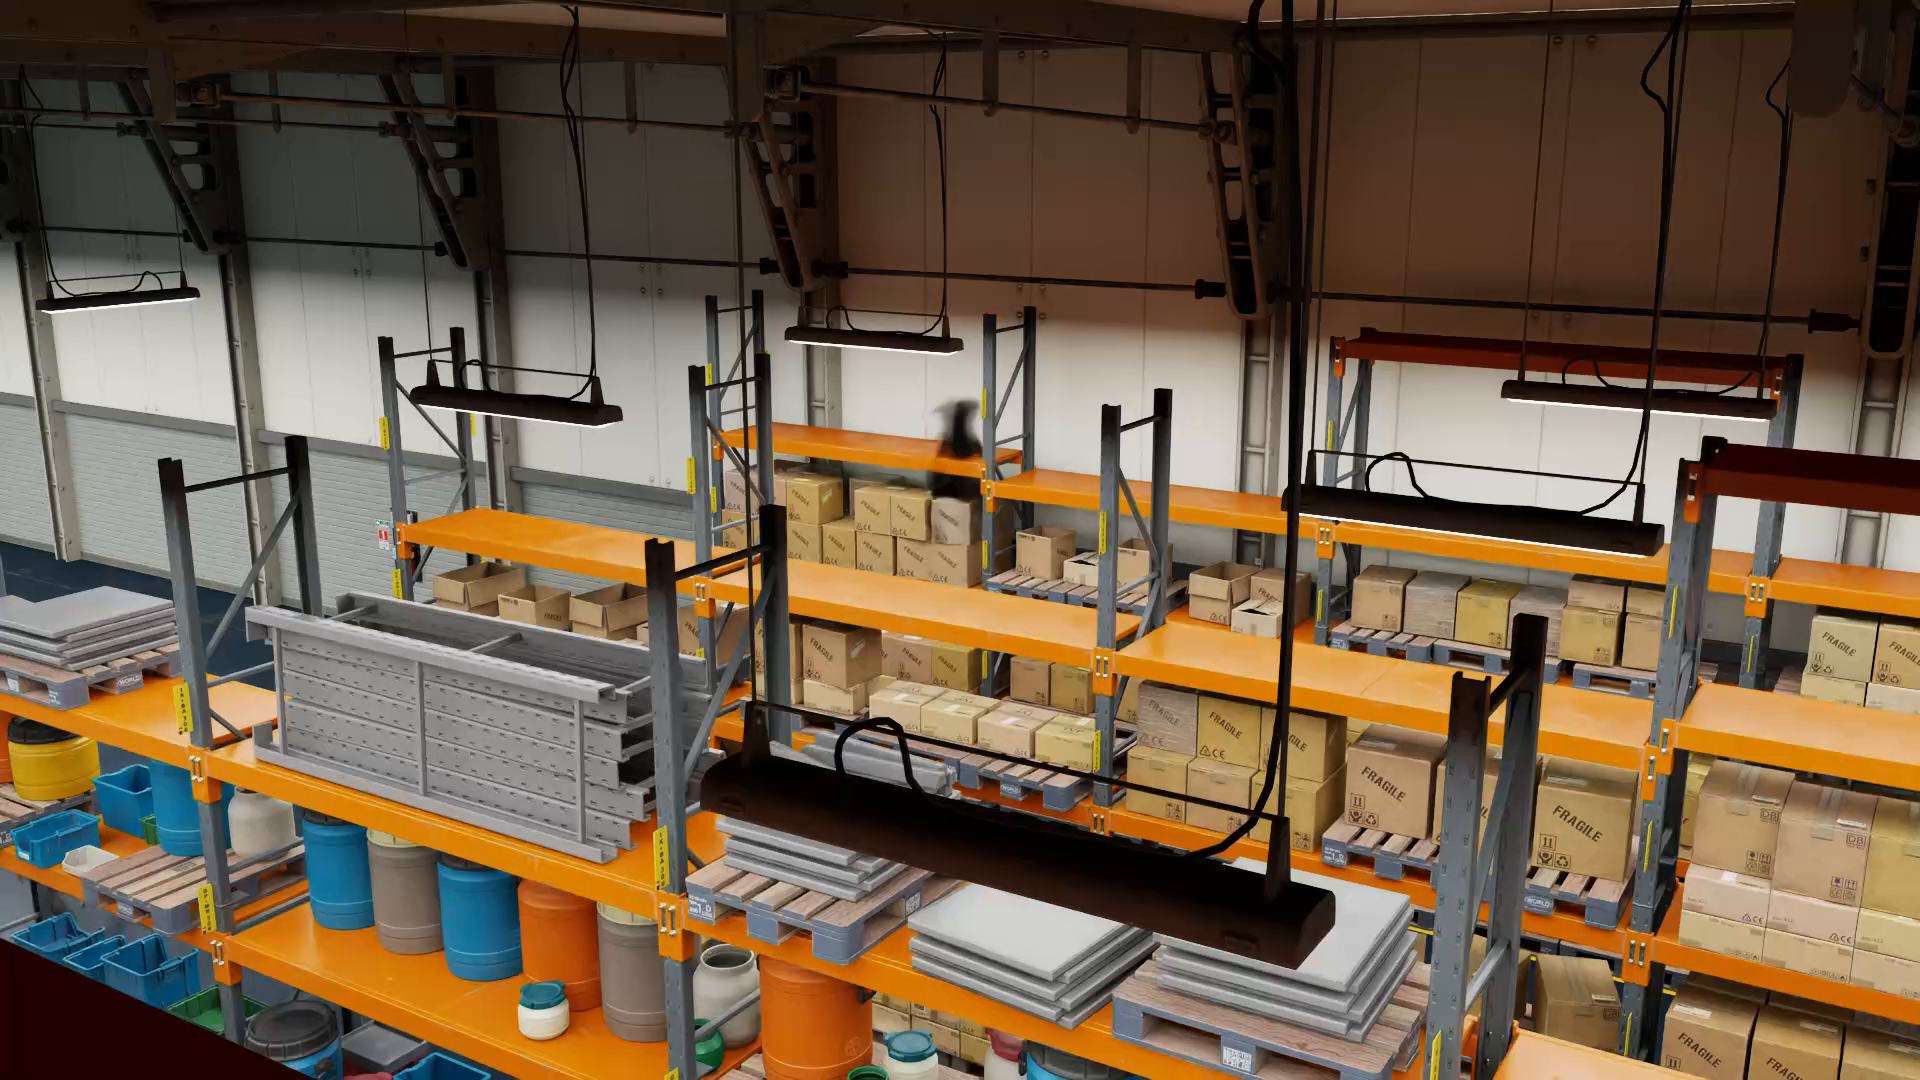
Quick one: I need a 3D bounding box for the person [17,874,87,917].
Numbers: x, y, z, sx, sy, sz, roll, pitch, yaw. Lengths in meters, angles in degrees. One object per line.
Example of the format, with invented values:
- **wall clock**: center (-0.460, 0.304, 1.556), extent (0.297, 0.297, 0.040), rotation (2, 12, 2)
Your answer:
- **person**: center (-9.191, 3.259, 16.911), extent (0.547, 1.531, 0.690), rotation (-1, 14, -6)
